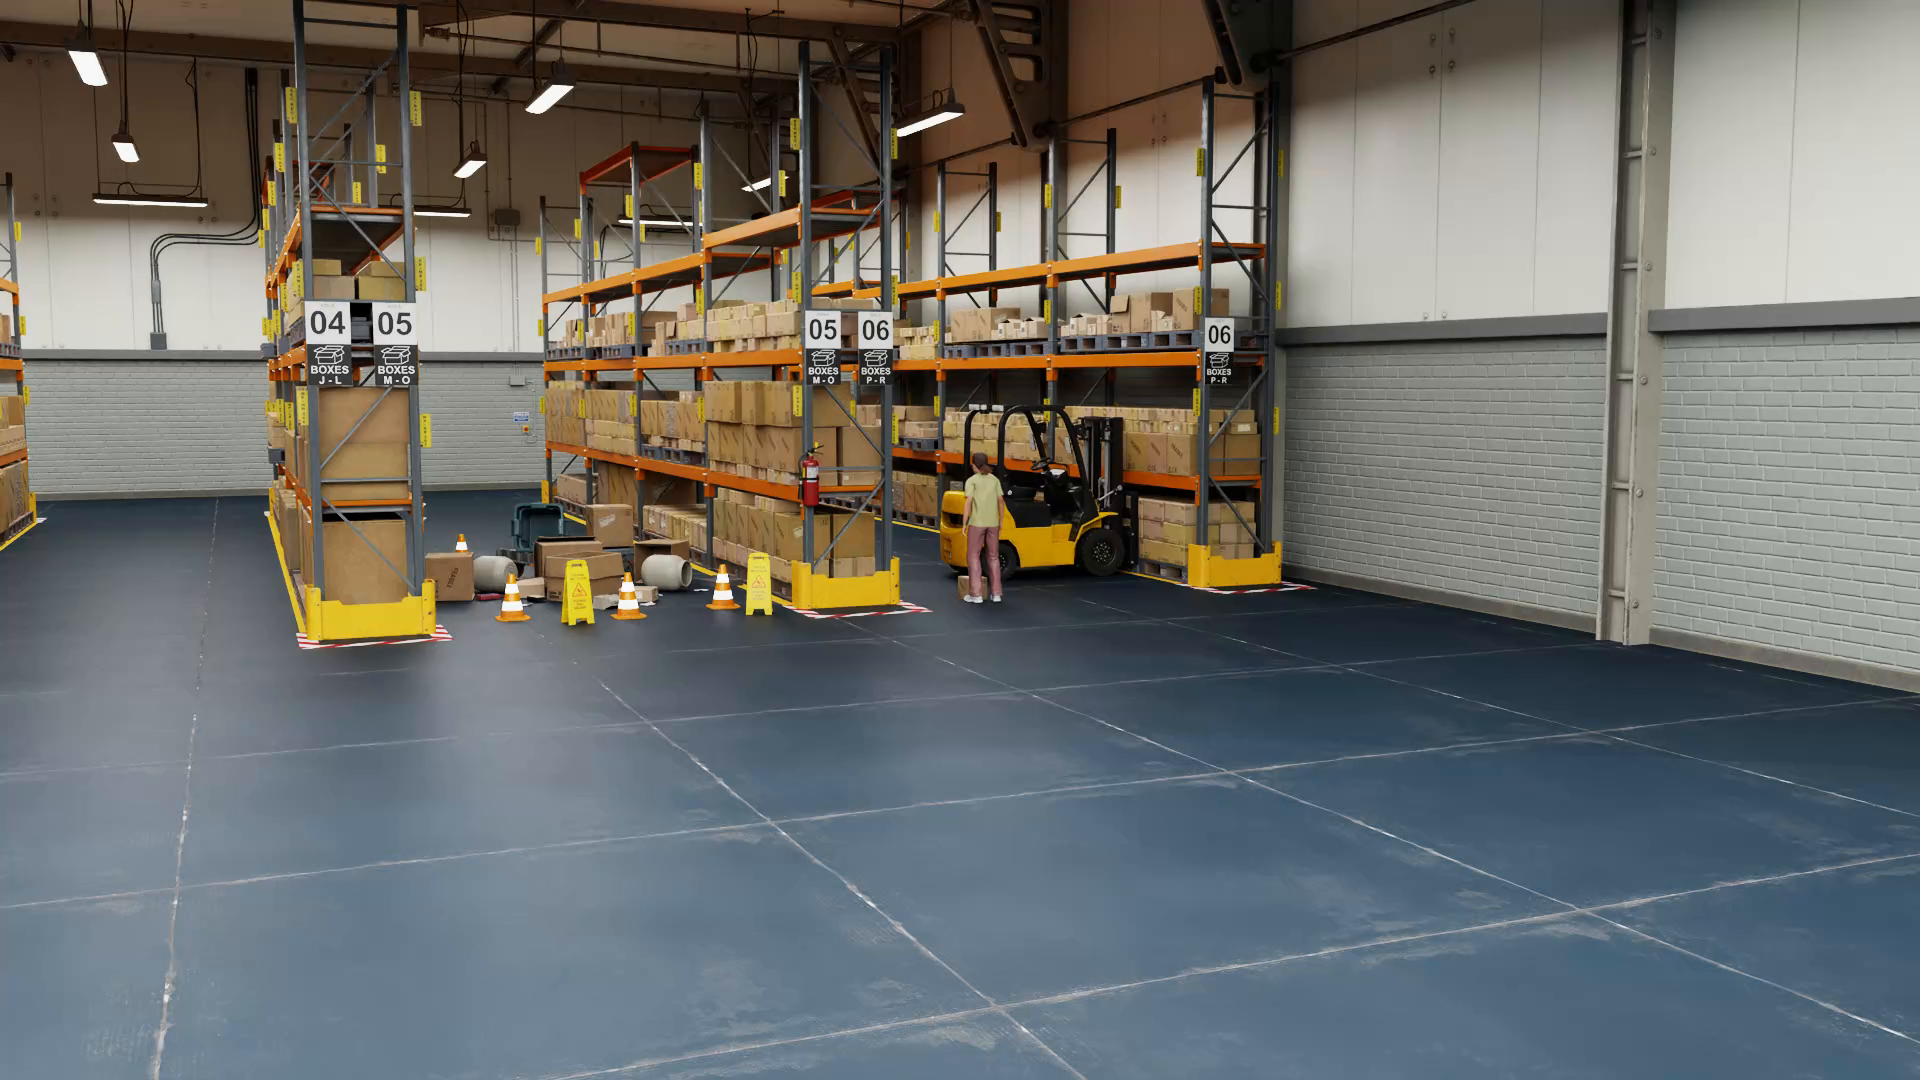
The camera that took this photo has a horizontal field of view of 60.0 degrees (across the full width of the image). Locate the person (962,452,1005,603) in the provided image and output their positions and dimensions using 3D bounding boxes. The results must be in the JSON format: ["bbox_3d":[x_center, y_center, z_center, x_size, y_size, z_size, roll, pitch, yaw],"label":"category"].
[{"bbox_3d":[0.251,-0.146,18.483,0.499,1.673,0.356,-2,6,-23],"label":"person"}]
